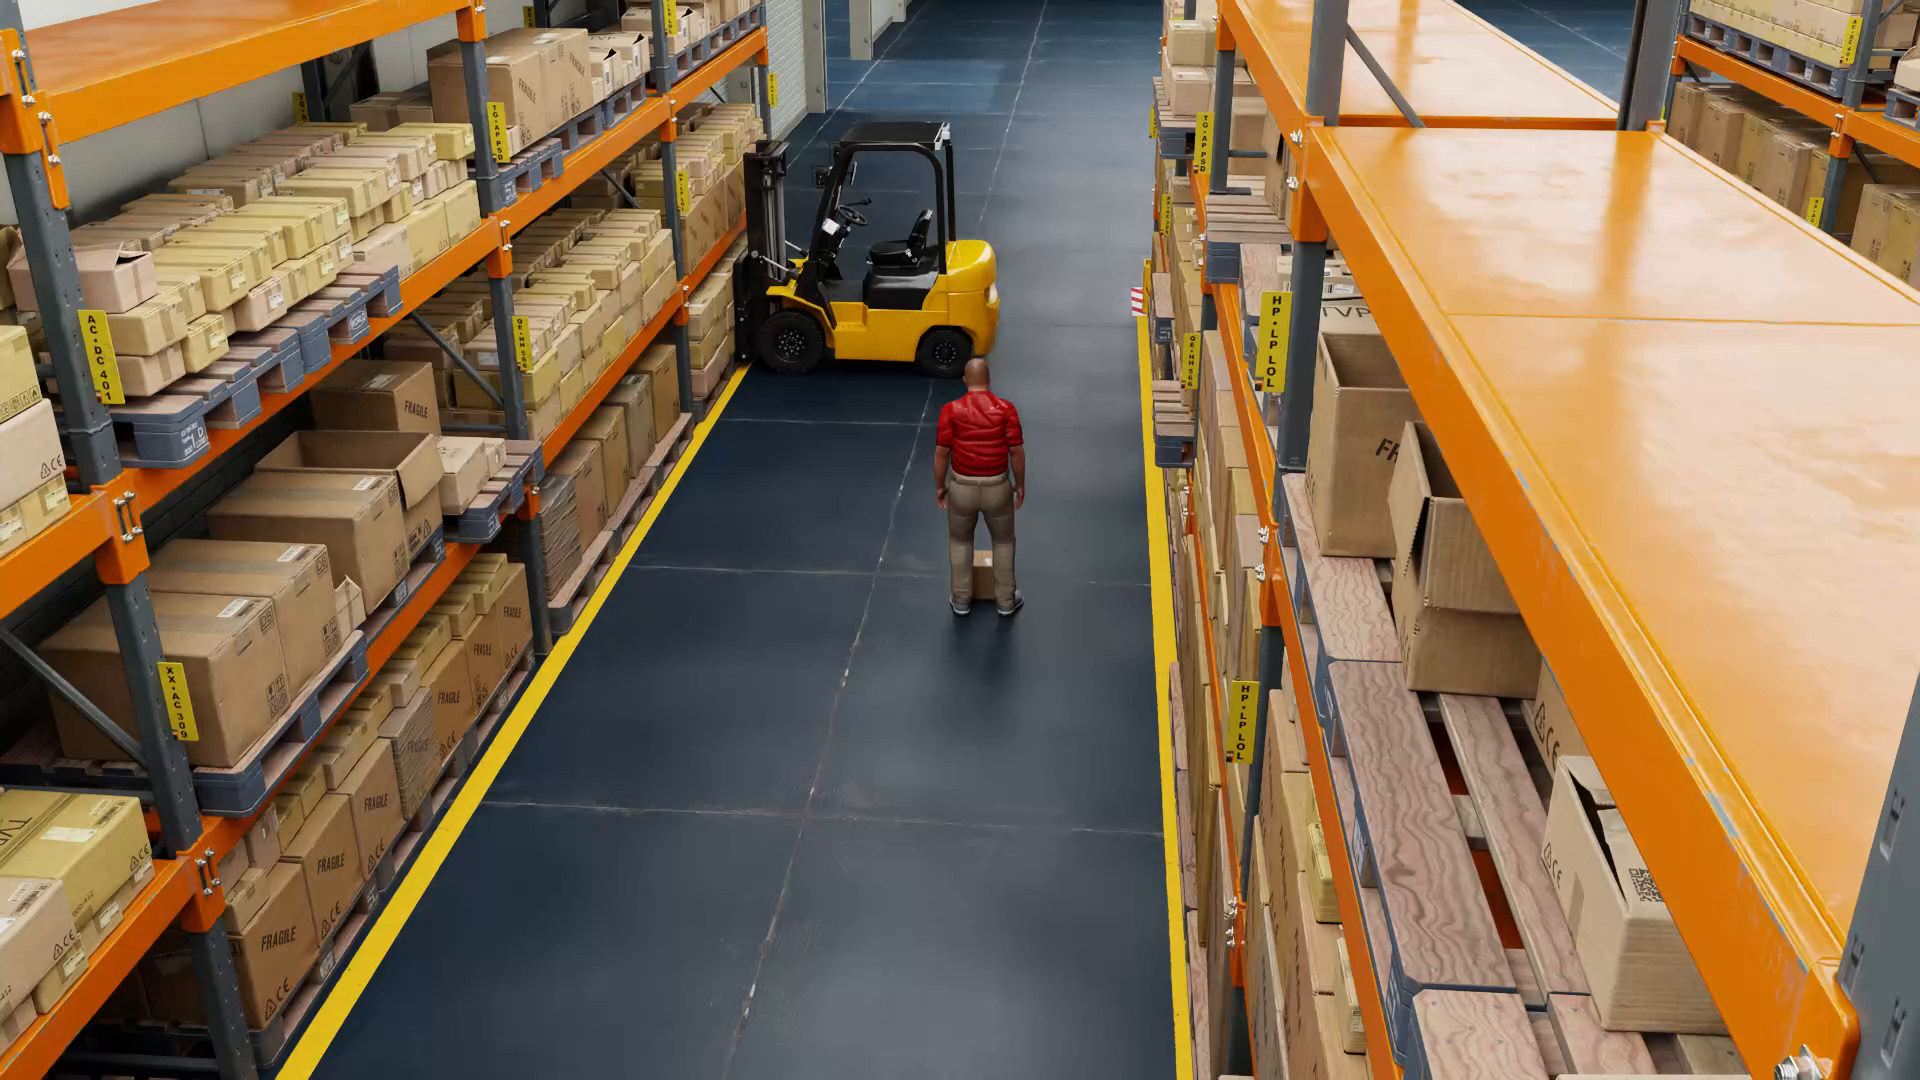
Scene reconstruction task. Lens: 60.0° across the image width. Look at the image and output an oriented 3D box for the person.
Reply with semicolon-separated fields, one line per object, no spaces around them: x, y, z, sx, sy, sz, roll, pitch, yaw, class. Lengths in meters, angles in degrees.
0.131;-0.330;10.756;0.589;1.725;0.392;1;24;2;person
